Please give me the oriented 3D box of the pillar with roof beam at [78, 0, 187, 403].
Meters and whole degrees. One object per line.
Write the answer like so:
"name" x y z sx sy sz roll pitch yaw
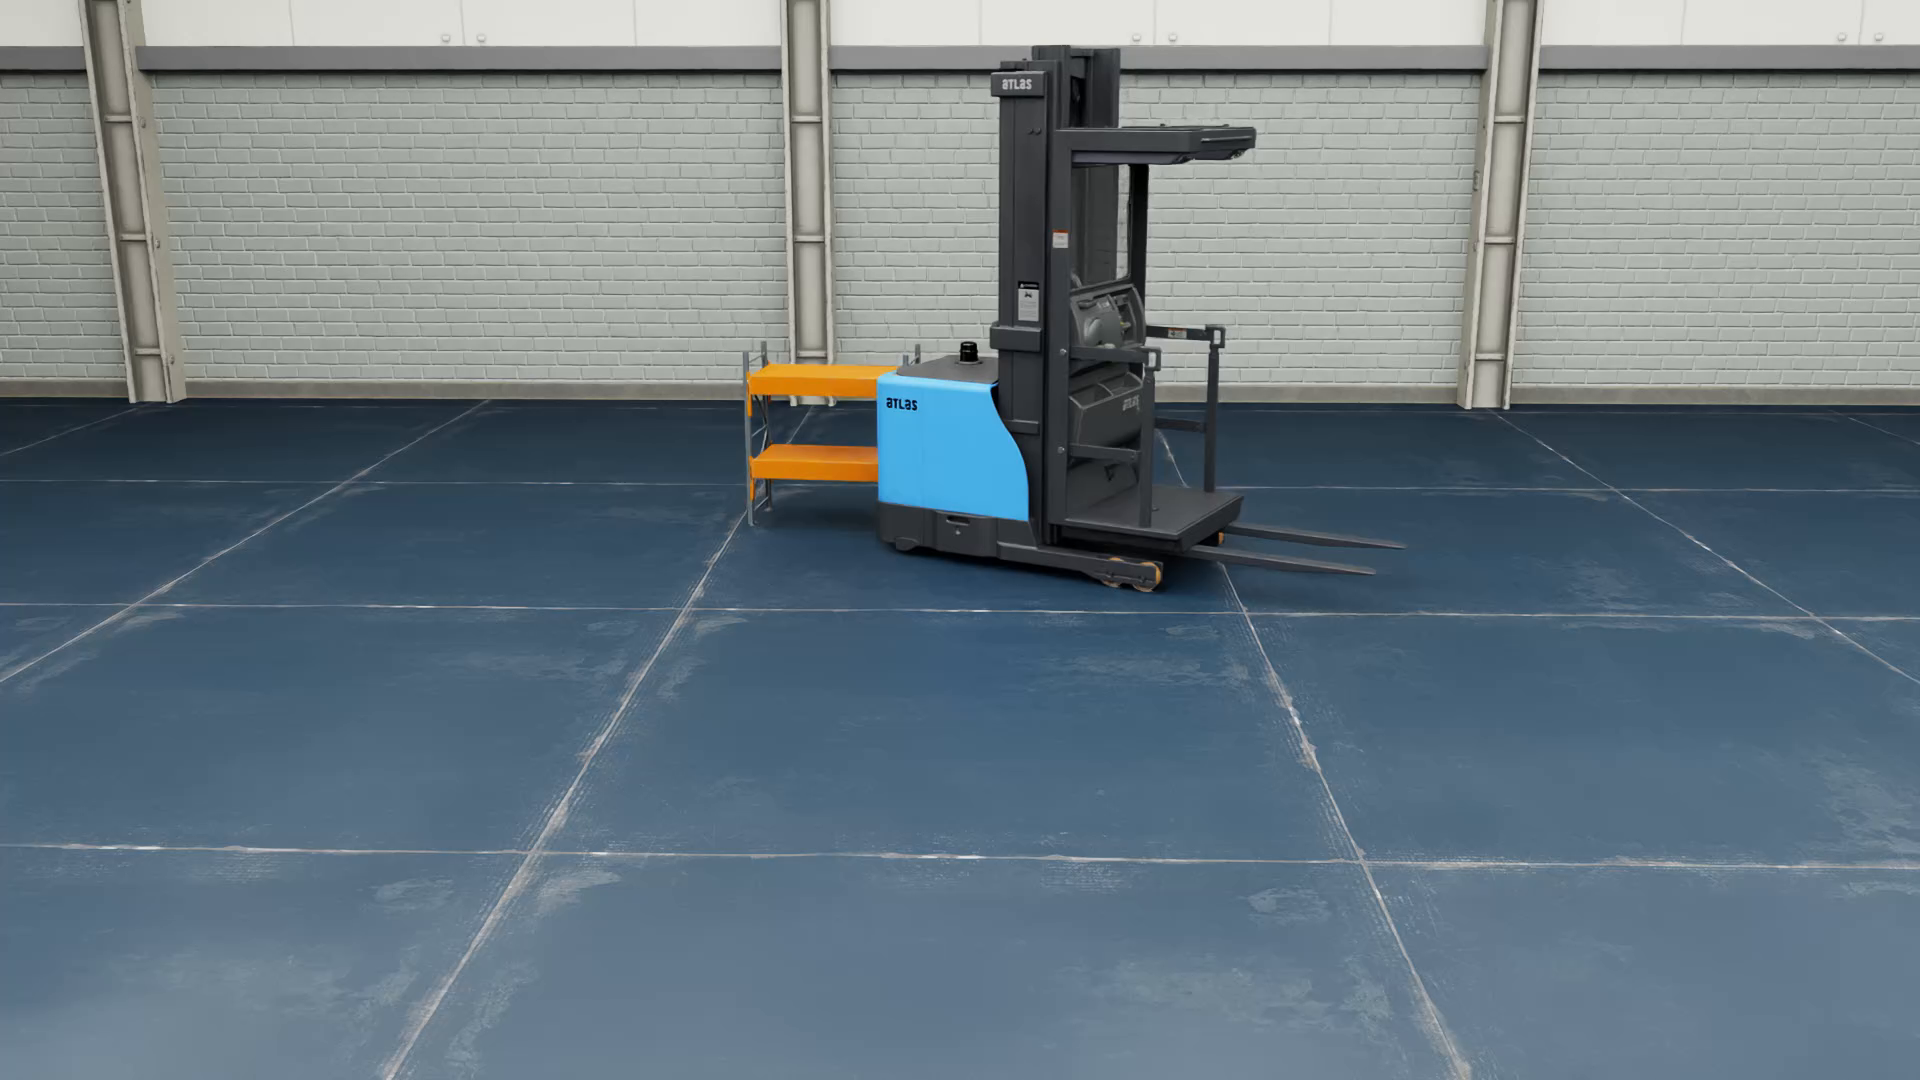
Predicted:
"pillar with roof beam" -7.426 -4.533 9.880 0.400 9.000 9.100 0 15 1

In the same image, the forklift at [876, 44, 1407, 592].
"forklift" 1.030 -1.284 9.459 3.031 2.935 1.130 8 17 28

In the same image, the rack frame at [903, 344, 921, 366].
"rack frame" -0.304 -0.659 10.632 0.032 1.125 0.500 2 15 8

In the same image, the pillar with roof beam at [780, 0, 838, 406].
"pillar with roof beam" -1.428 -4.494 9.732 0.400 9.000 9.100 0 15 1

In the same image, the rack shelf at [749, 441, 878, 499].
"rack shelf" -0.807 -0.441 10.765 1.000 0.278 0.538 2 15 8

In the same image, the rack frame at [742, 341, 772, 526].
"rack frame" -1.310 -0.696 10.773 0.032 1.125 0.500 2 15 8

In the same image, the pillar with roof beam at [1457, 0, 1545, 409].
"pillar with roof beam" 4.570 -4.454 9.584 0.400 9.000 9.100 0 15 1

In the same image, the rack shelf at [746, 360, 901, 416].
"rack shelf" -0.807 -0.960 10.628 1.000 0.278 0.538 2 15 8

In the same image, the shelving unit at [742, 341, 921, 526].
"shelving unit" -0.807 -0.677 10.702 1.048 1.125 0.538 2 15 8
